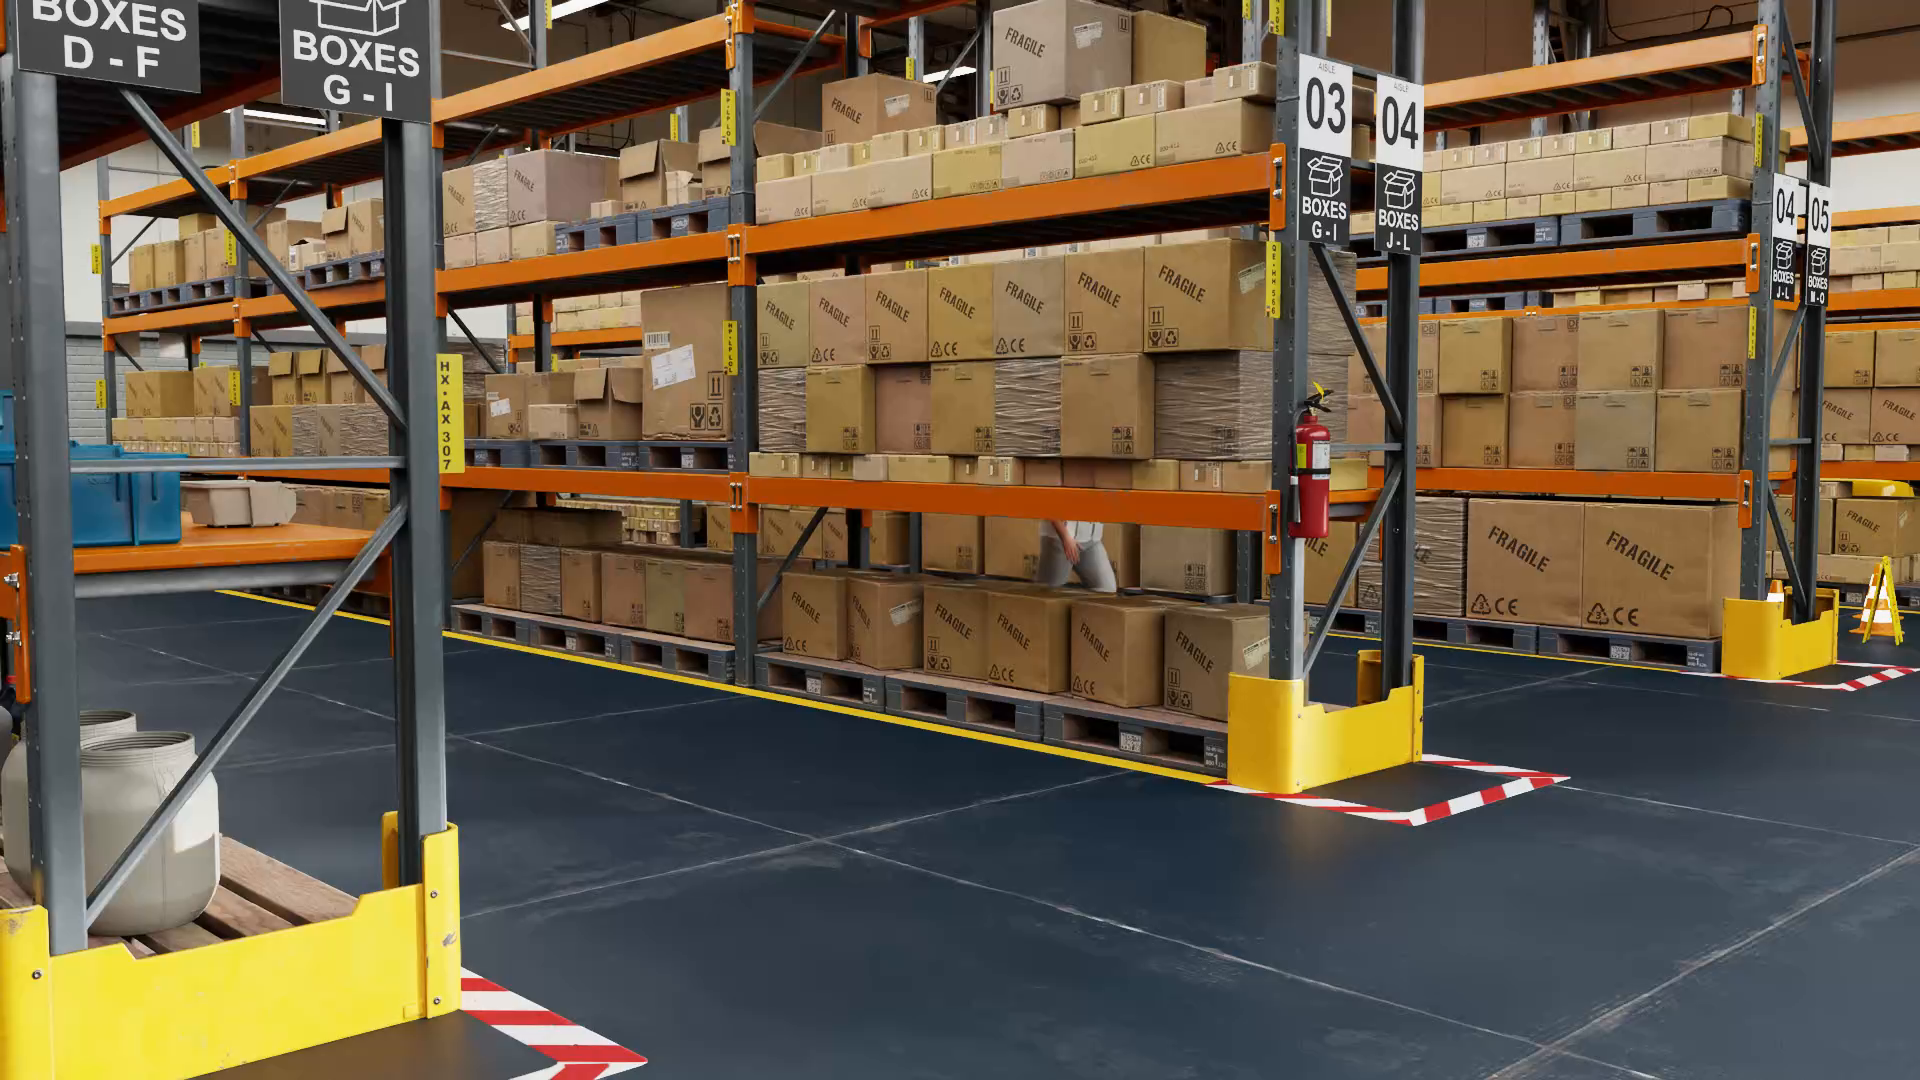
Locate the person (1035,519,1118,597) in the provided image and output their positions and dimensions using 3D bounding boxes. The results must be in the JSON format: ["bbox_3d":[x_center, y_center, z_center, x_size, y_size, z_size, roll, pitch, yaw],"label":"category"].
[{"bbox_3d":[0.764,-0.029,10.938,0.557,1.707,1.077,-4,5,-45],"label":"person"}]
